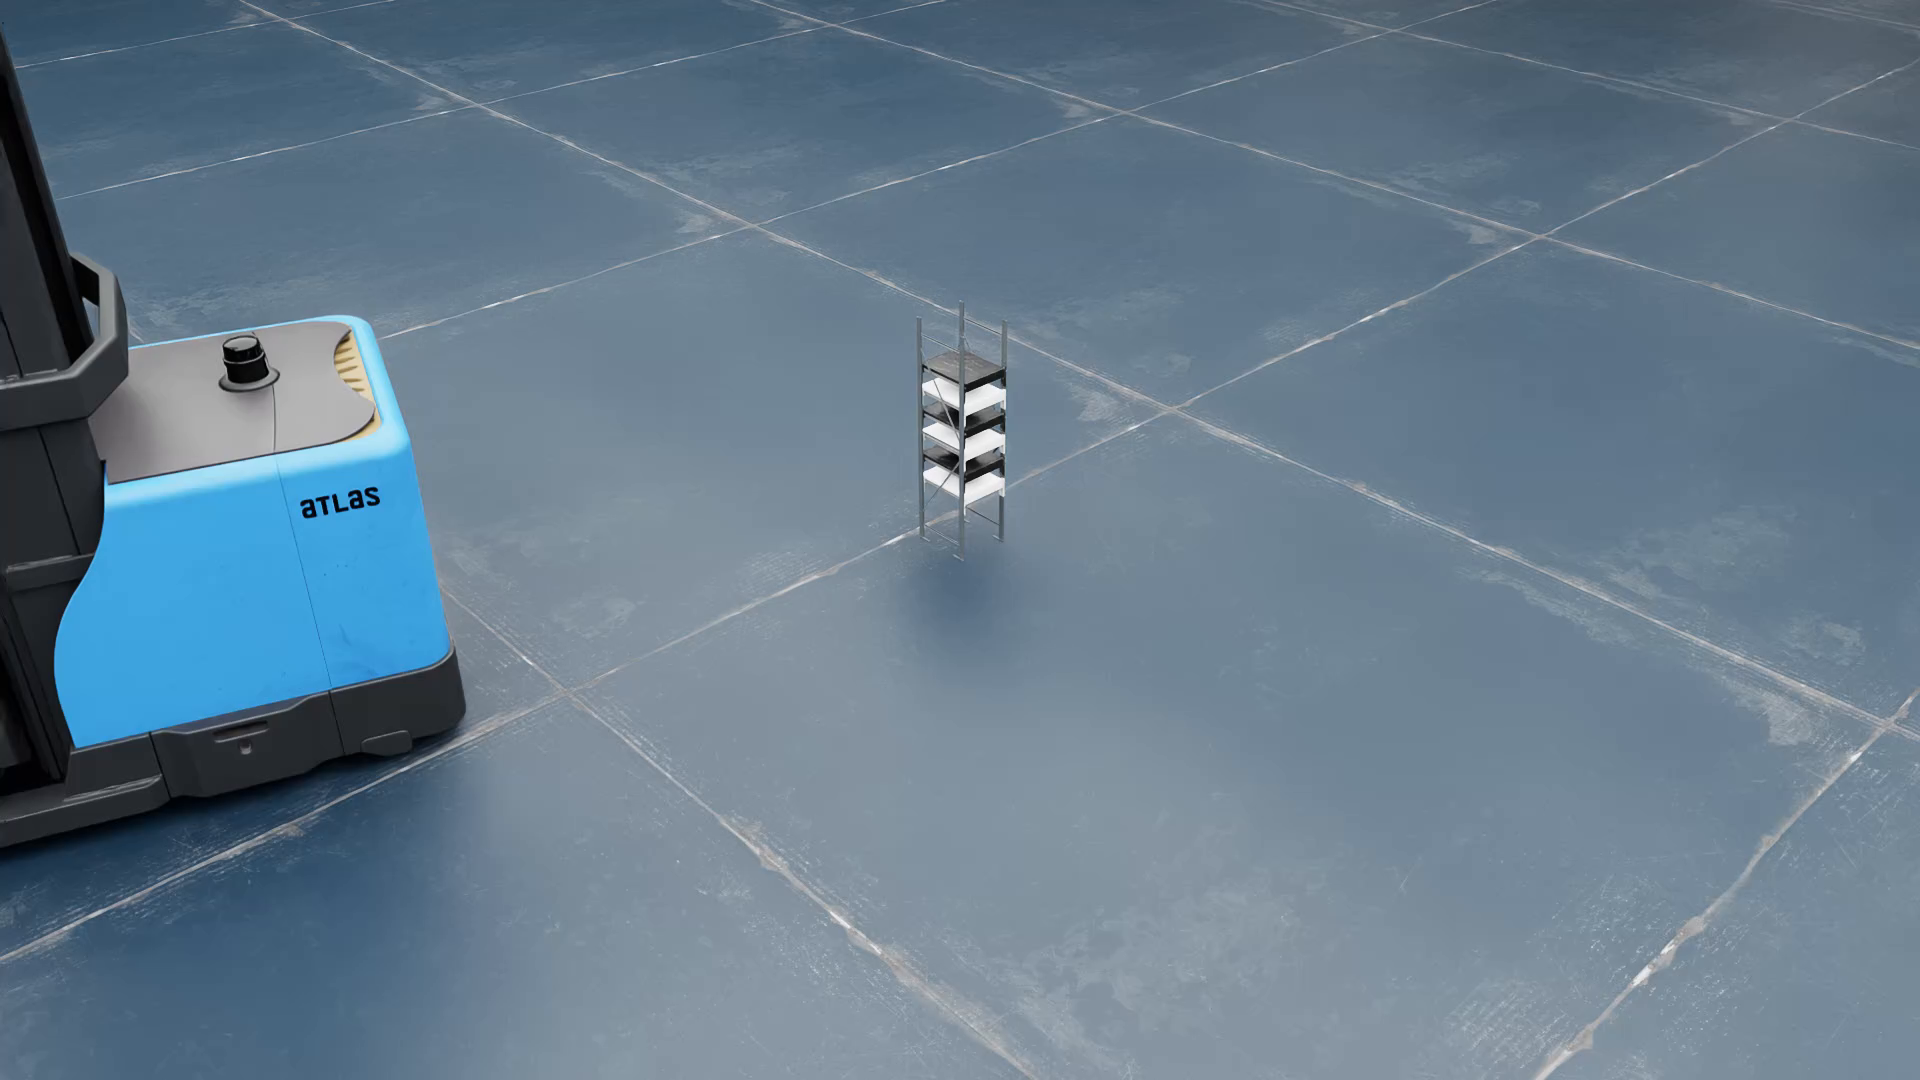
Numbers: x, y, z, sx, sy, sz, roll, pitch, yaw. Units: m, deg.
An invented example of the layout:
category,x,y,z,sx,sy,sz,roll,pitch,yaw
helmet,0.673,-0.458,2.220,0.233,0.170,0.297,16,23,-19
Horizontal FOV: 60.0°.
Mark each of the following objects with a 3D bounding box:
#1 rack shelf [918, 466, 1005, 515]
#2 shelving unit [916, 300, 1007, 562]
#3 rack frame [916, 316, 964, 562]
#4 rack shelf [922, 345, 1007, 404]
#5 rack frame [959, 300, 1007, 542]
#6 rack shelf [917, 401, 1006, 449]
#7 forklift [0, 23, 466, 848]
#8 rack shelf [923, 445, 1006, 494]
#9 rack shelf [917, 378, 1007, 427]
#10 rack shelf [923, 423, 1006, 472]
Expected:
category,x,y,z,sx,sy,sz,roll,pitch,yaw
rack shelf,0.006,-0.205,6.131,0.200,0.077,0.258,-26,40,-35
shelving unit,0.006,-0.387,6.020,0.210,0.900,0.258,-26,40,-35
rack frame,-0.069,-0.351,5.961,0.006,0.900,0.240,-26,40,-35
rack shelf,0.006,-0.589,5.896,0.200,0.077,0.258,-26,40,-35
rack frame,0.081,-0.423,6.079,0.006,0.900,0.240,-26,40,-35
rack shelf,0.006,-0.435,5.990,0.200,0.077,0.258,-26,40,-35
forklift,-3.116,-0.544,4.330,3.031,2.935,1.130,-13,34,-20
rack shelf,0.006,-0.282,6.084,0.200,0.077,0.258,-26,40,-35
rack shelf,0.006,-0.512,5.943,0.200,0.077,0.258,-26,40,-35
rack shelf,0.006,-0.358,6.037,0.200,0.077,0.258,-26,40,-35
